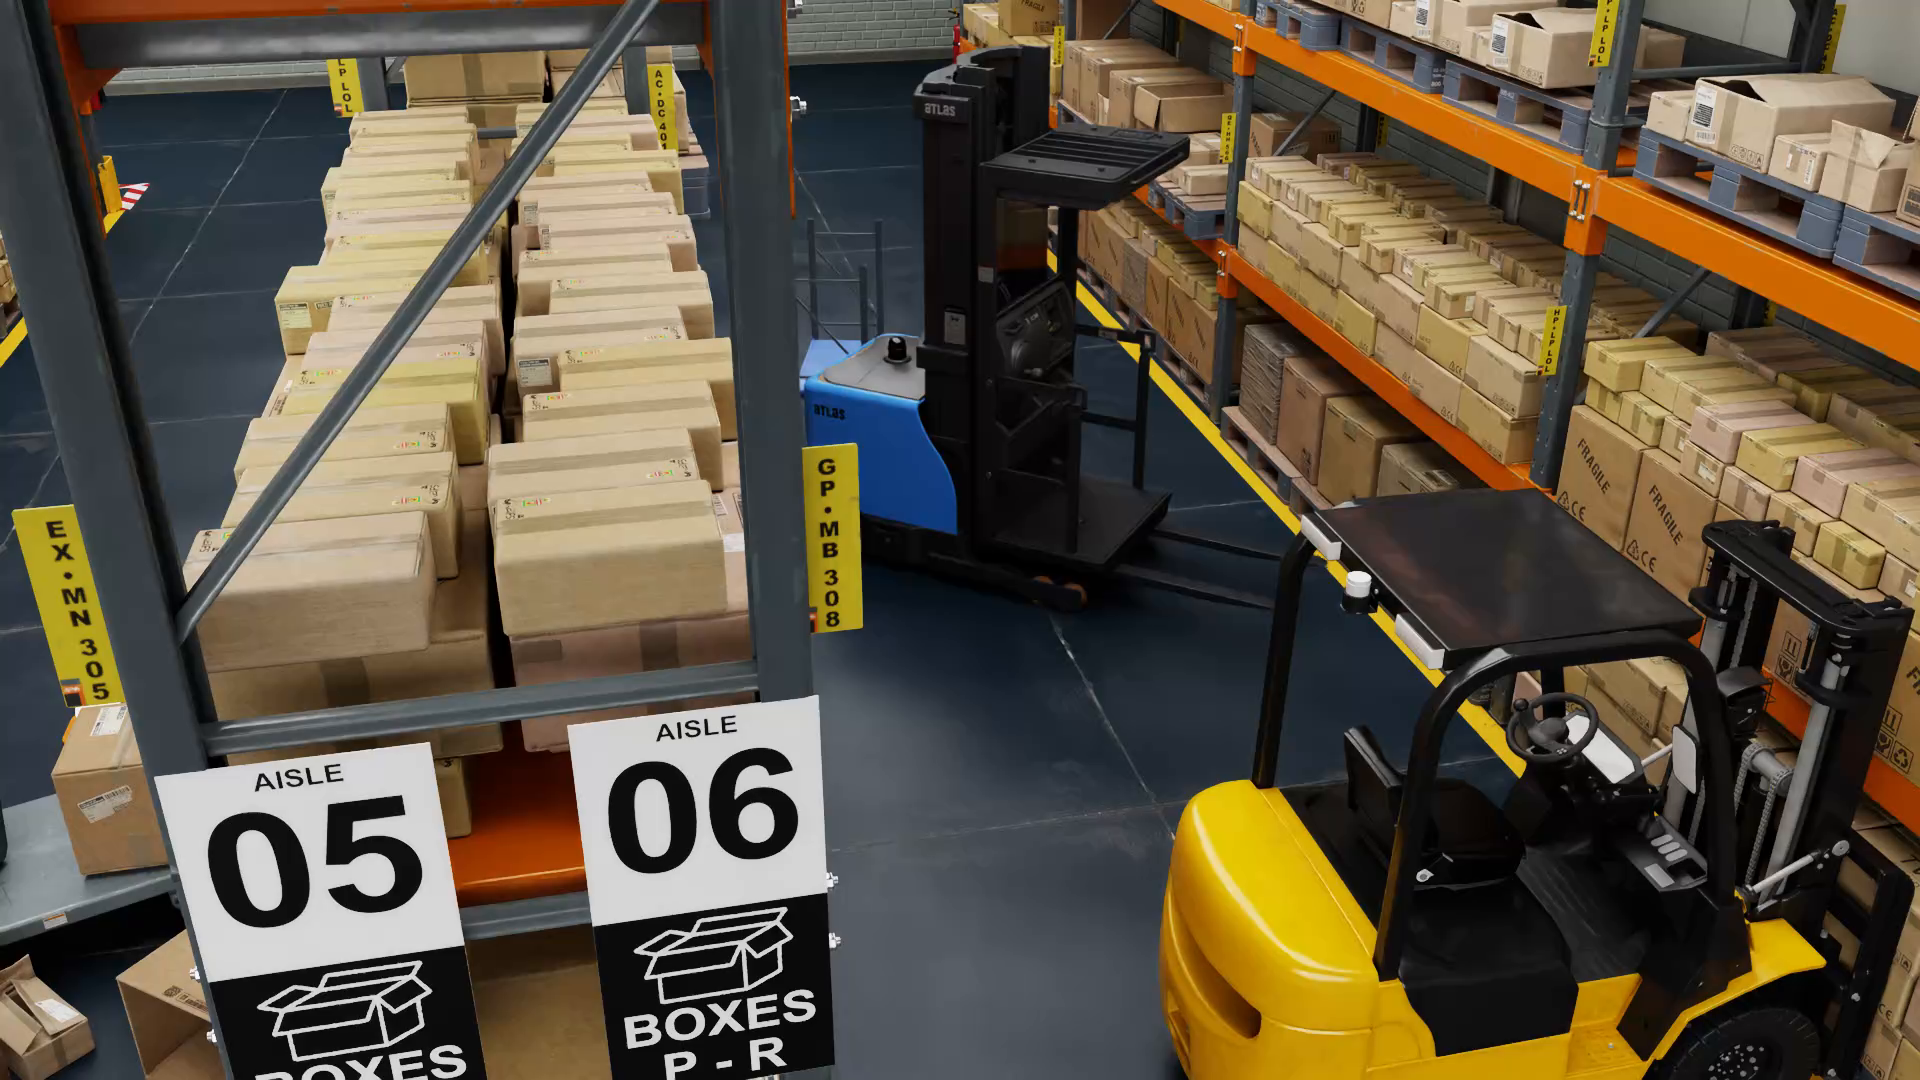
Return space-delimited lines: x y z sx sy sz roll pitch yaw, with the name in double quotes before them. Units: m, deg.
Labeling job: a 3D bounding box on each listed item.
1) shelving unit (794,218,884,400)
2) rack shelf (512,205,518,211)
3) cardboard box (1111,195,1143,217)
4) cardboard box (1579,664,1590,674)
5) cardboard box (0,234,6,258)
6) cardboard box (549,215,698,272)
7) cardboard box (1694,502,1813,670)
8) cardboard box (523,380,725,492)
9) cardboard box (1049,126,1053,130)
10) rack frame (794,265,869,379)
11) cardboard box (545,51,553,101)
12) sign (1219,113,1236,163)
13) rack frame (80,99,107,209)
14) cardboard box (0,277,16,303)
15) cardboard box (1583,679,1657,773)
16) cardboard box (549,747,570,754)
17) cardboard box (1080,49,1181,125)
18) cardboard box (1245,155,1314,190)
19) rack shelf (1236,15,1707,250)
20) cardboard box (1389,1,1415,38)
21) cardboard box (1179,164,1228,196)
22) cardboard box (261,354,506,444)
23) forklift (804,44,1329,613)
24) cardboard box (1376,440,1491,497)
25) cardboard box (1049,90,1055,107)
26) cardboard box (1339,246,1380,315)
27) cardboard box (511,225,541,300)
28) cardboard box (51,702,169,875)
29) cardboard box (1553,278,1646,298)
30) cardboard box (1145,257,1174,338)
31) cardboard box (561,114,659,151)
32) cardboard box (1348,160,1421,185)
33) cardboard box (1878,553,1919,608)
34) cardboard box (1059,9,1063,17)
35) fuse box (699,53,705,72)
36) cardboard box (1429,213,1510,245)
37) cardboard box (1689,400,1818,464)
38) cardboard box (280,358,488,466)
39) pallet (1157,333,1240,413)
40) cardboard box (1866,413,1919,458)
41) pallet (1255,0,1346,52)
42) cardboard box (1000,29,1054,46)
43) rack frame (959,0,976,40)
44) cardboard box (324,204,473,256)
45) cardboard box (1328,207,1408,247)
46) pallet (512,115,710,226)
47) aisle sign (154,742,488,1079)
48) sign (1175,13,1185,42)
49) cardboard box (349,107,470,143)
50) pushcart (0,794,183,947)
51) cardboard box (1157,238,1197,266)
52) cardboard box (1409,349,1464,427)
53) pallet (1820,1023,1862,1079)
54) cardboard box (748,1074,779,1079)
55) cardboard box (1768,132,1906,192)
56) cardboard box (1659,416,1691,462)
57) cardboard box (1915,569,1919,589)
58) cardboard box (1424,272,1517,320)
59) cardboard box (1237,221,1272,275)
"shelving unit" -0.804 -1.263 11.088 0.538 1.500 1.048 1 27 3
"rack shelf" -2.087 -1.866 8.087 1.077 0.370 4.000 -6 27 -12
"cardboard box" 1.499 -2.820 14.096 0.380 0.149 0.250 -6 27 -12
"cardboard box" 3.002 0.362 7.679 0.500 0.250 0.500 -6 27 -12
"cardboard box" -8.120 -2.414 13.742 0.380 0.149 0.250 -5 27 -9
"cardboard box" -0.910 -0.765 4.501 0.380 0.149 0.250 -6 27 -11
"cardboard box" 3.293 0.150 6.512 0.500 0.500 0.500 -6 27 -12
"cardboard box" -0.685 -0.199 3.379 0.380 0.149 0.250 -6 27 -12
"cardboard box" 0.694 -4.158 17.467 0.700 0.500 0.500 -5 27 -9
"rack frame" -0.829 -1.034 10.634 0.500 1.500 0.032 1 27 3
"cardboard box" -1.628 -2.168 7.588 0.500 0.250 0.500 -6 27 -12
"sign" 1.771 -2.654 10.982 0.100 0.325 0.005 -6 27 -12
"rack frame" -9.141 -4.691 16.215 1.000 3.000 0.127 -6 27 -12
"cardboard box" -8.008 -2.042 13.665 0.380 0.149 0.250 -7 28 -14
"cardboard box" 3.122 0.806 7.355 0.500 0.250 0.500 -6 27 -12
"cardboard box" -0.640 0.274 3.327 0.380 0.149 0.250 -7 28 -13
"cardboard box" 1.403 -3.757 13.788 0.700 0.500 0.500 -6 27 -11
"cardboard box" 2.082 -2.396 10.837 0.380 0.149 0.250 -5 27 -10
"rack shelf" 2.748 -2.372 9.089 1.077 0.370 4.000 -6 27 -12
"cardboard box" 2.481 -2.725 8.693 0.380 0.149 0.250 -6 27 -12
"cardboard box" 1.775 -2.556 11.798 0.380 0.149 0.250 -5 27 -11
"cardboard box" -1.347 -0.264 3.952 0.500 0.250 0.500 -5 27 -10
"forklift" 0.615 -1.170 9.314 3.031 2.935 1.130 13 30 24
"cardboard box" 2.903 -0.172 9.432 0.875 0.625 0.625 -6 27 -12
"cardboard box" 0.998 -4.102 15.327 0.380 0.149 0.250 -5 27 -10
"cardboard box" 2.511 -1.495 9.495 0.500 0.250 0.500 -6 27 -11
"cardboard box" -1.059 -0.761 4.937 0.500 0.250 0.500 -6 27 -12
"cardboard box" -3.364 1.002 6.870 0.500 0.500 0.500 -6 27 -12
"cardboard box" 3.263 -1.219 8.505 0.380 0.149 0.250 -6 27 -12
"cardboard box" 1.769 -1.917 13.028 0.500 0.500 0.500 -5 27 -9
"cardboard box" -1.219 -1.329 5.620 0.380 0.149 0.250 -7 28 -13
"cardboard box" 2.735 -2.340 10.726 0.380 0.149 0.250 -5 27 -10
"cardboard box" 3.468 0.143 5.807 0.380 0.149 0.250 -6 27 -12
"cardboard box" 0.971 -5.408 17.472 0.500 0.250 0.500 -6 27 -11
"fuse box" -3.555 -7.285 22.784 0.539 1.711 0.414 -6 27 -12
"cardboard box" 2.932 -1.772 9.600 0.380 0.149 0.250 -5 27 -10
"cardboard box" 3.152 -0.432 6.617 0.380 0.149 0.250 -5 27 -10
"cardboard box" -1.202 -0.259 3.499 0.380 0.149 0.250 -6 27 -11
"pallet" 2.166 -1.318 12.628 1.003 0.211 1.213 -6 27 -12
"cardboard box" 3.810 -0.385 6.522 0.380 0.149 0.250 -6 27 -12
"pallet" 2.537 -3.198 10.137 1.213 0.211 1.003 -5 27 -9
"cardboard box" 0.701 -4.917 16.499 0.500 0.250 0.500 -7 28 -13
"rack frame" 0.494 -5.744 18.300 1.000 3.000 0.127 -6 27 -12
"cardboard box" -1.537 -0.815 4.601 0.380 0.149 0.250 -6 27 -12
"cardboard box" 2.383 -1.830 9.717 0.380 0.149 0.250 -5 27 -11
"pallet" -1.672 -1.507 6.786 1.213 0.211 1.003 -6 27 -12
"aisle sign" -1.004 0.682 2.684 0.394 0.787 0.004 -6 27 -12
"sign" 1.936 -4.562 14.675 0.100 0.325 0.005 -6 27 -12
"cardboard box" -1.884 -1.381 5.723 0.380 0.149 0.250 -6 27 -13
"pushcart" -3.847 1.454 6.950 1.648 0.377 0.936 -16 31 -29
"cardboard box" 1.759 -2.251 12.968 0.380 0.149 0.250 -6 27 -12
"cardboard box" 2.711 -0.823 8.719 0.500 0.250 0.500 -6 27 -12
"pallet" 3.615 1.659 6.728 1.003 0.211 1.213 -6 27 -12
"cardboard box" -0.572 1.373 3.761 0.500 0.500 0.500 -6 27 -12
"cardboard box" 3.177 -1.369 6.007 0.380 0.149 0.250 -5 27 -10
"cardboard box" 3.160 -0.418 6.919 0.380 0.149 0.250 -6 27 -12
"cardboard box" 3.429 0.127 5.508 0.380 0.149 0.250 -5 27 -11
"cardboard box" 2.637 -1.263 8.593 0.380 0.149 0.250 -7 28 -13
"cardboard box" 2.159 -1.945 10.941 0.500 0.250 0.500 -6 27 -11
